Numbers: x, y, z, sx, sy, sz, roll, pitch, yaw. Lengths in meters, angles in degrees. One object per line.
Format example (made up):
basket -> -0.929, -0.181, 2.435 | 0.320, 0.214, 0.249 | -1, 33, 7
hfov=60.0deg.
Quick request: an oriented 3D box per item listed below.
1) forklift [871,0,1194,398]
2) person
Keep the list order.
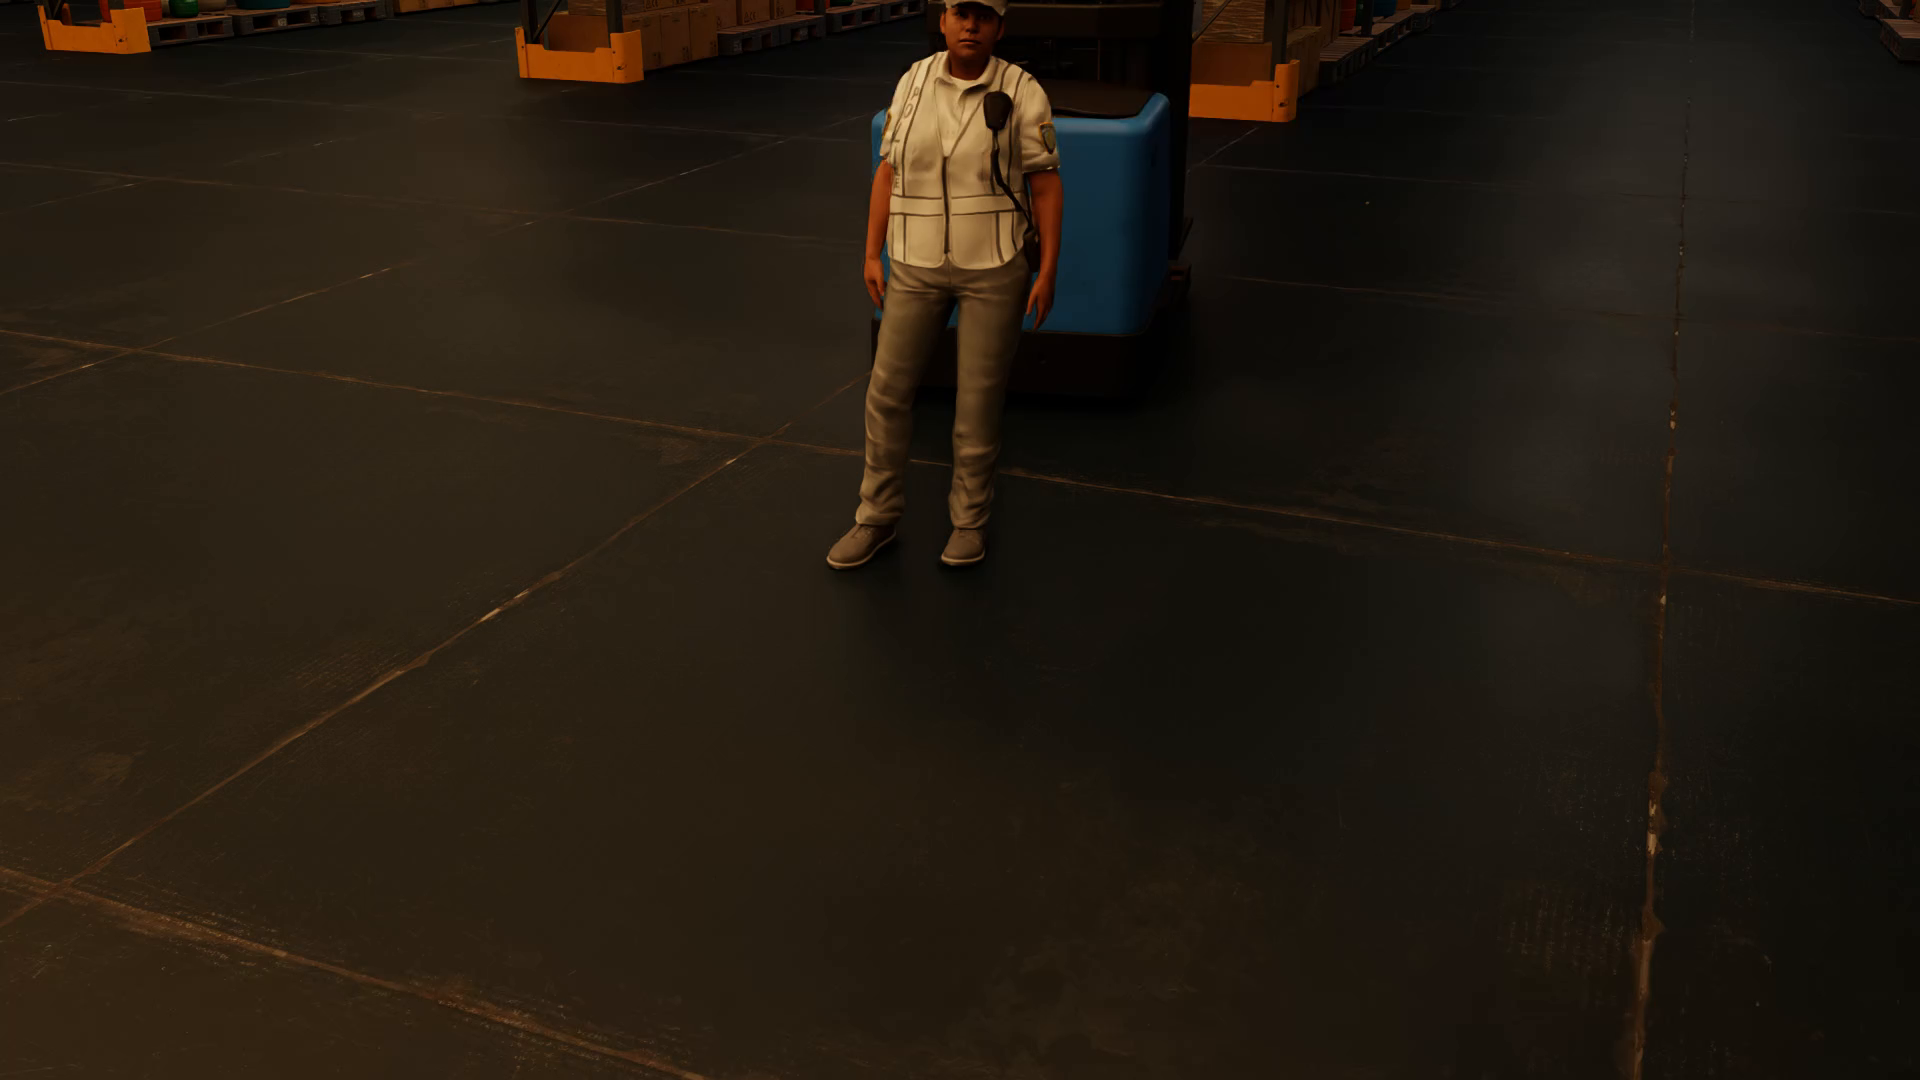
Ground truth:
forklift -> 0.468, -2.416, 7.072 | 1.130, 2.935, 3.031 | 5, 23, 11
person -> -0.042, -0.740, 4.711 | 0.641, 1.669, 0.486 | 5, 23, 12
